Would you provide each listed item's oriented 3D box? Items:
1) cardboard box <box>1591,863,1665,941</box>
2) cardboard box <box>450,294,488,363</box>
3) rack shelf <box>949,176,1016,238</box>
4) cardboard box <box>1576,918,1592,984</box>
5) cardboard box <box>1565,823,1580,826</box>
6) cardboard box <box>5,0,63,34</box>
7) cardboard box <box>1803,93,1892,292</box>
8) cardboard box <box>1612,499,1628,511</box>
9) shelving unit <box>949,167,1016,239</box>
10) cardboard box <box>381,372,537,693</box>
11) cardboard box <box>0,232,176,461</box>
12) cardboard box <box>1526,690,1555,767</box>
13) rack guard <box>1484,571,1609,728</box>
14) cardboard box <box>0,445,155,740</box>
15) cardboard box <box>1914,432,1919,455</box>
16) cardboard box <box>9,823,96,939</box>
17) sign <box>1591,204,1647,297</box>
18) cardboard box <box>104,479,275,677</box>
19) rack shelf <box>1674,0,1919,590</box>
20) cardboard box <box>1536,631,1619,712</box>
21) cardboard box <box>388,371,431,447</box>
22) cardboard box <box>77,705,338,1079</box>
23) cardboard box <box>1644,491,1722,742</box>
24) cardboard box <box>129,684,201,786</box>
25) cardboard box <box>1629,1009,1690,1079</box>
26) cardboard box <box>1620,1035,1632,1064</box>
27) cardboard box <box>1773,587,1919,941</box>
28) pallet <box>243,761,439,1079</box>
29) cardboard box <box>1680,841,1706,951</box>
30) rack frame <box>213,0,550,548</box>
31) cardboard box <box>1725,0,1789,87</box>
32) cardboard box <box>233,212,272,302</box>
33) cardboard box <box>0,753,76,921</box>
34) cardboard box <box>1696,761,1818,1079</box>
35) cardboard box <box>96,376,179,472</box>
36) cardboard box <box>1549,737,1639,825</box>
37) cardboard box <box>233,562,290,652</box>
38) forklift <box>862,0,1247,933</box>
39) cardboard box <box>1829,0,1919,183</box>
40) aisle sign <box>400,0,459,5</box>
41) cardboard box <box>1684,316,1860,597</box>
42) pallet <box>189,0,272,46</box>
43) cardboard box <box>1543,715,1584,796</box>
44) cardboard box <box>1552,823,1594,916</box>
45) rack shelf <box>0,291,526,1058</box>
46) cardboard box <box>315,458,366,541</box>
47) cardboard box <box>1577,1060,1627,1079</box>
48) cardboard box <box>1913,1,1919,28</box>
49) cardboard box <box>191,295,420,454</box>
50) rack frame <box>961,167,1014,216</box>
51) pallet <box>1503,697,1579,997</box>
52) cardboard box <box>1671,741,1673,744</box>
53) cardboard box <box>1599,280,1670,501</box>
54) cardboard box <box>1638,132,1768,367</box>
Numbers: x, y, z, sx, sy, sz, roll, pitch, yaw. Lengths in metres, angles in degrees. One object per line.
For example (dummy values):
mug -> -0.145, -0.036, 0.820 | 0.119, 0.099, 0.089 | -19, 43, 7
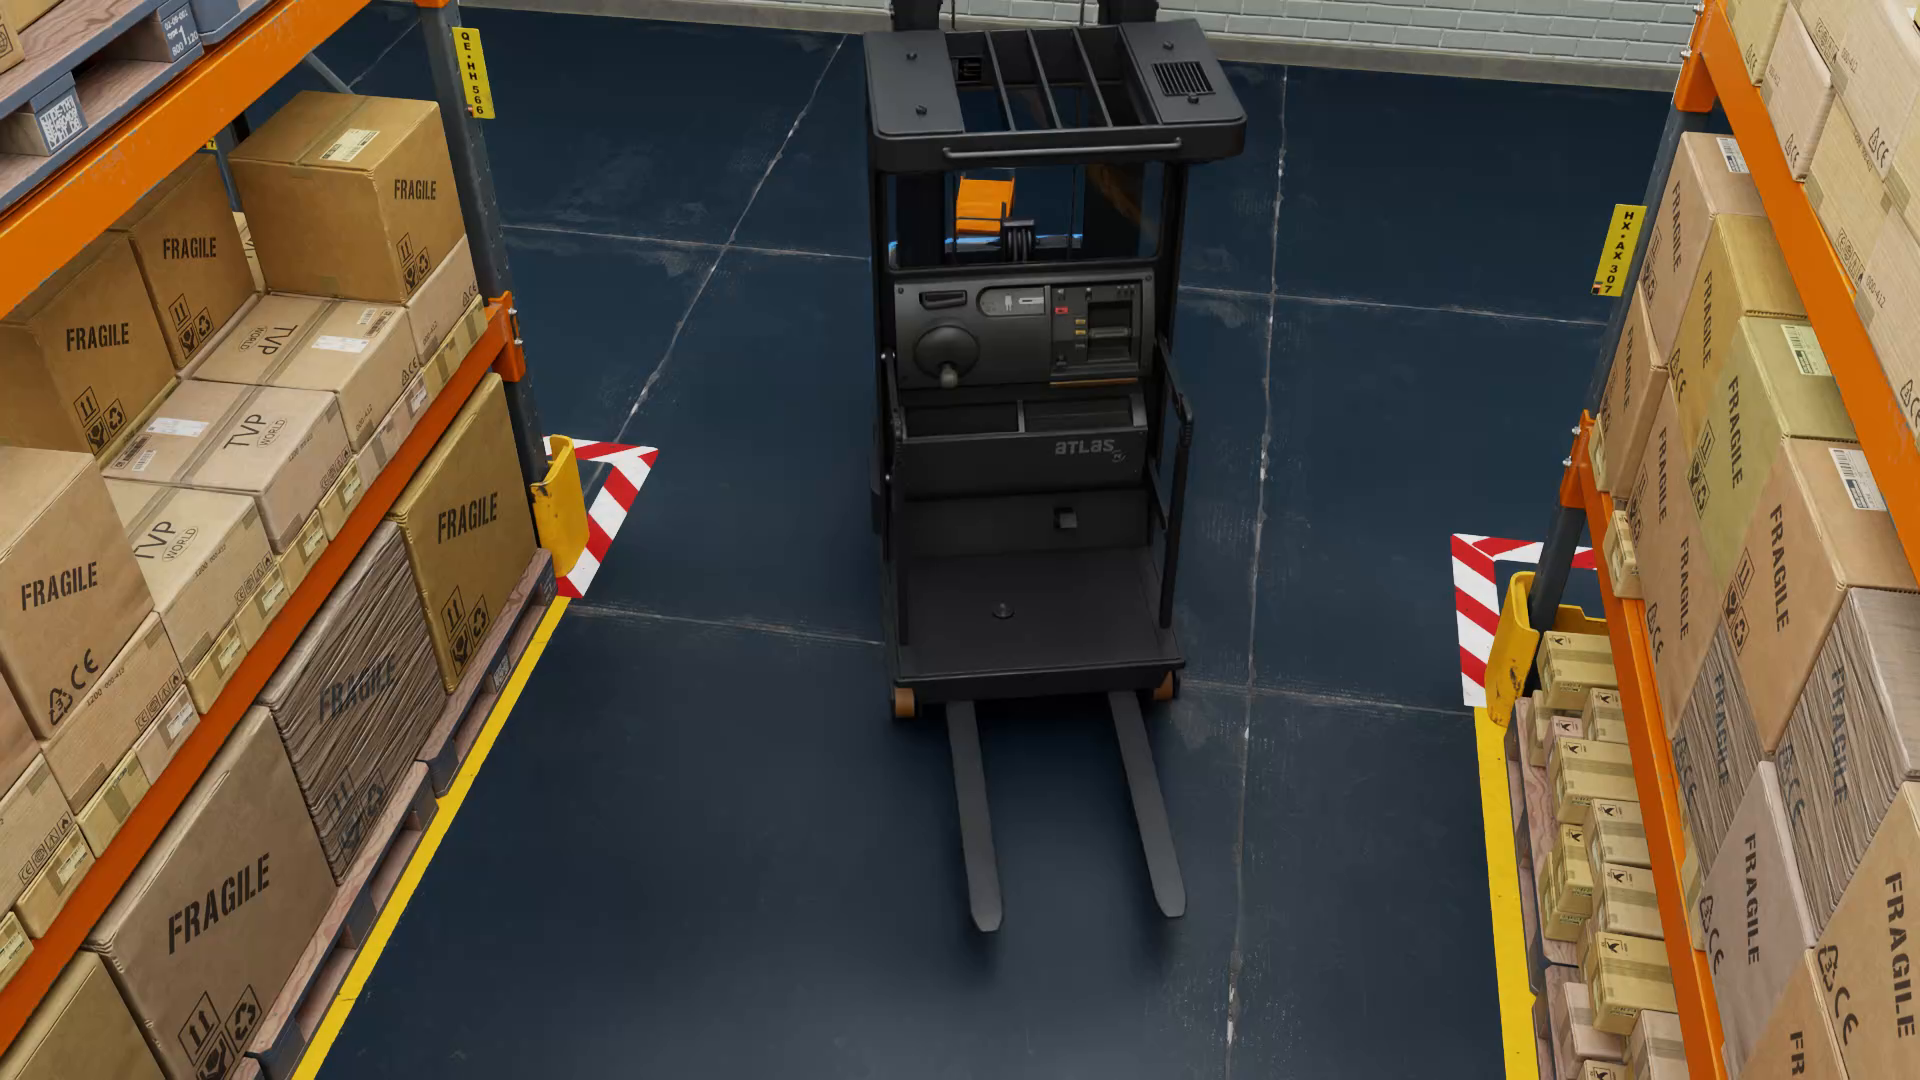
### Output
cardboard box -> 2.108, 1.134, 4.966 | 0.380, 0.149, 0.250 | 8, 40, 9
cardboard box -> -1.954, -0.787, 6.045 | 0.380, 0.149, 0.250 | 7, 40, 9
rack shelf -> 0.102, -1.447, 7.442 | 0.258, 0.148, 0.480 | 4, 40, 4
cardboard box -> 2.142, 1.346, 5.176 | 0.380, 0.149, 0.250 | 6, 40, 8
cardboard box -> 2.245, 1.027, 5.562 | 0.380, 0.149, 0.250 | 7, 40, 8
cardboard box -> -2.511, -1.537, 3.914 | 0.700, 0.500, 0.500 | 4, 40, 5
cardboard box -> 2.150, -0.723, 3.535 | 0.500, 0.250, 0.500 | 5, 40, 6
cardboard box -> 2.269, -0.105, 5.220 | 0.380, 0.149, 0.250 | 8, 40, 9
shelving unit -> 0.102, -1.145, 7.693 | 0.258, 1.200, 0.503 | 4, 40, 4
cardboard box -> -2.248, -0.076, 6.326 | 0.875, 0.875, 0.875 | 6, 40, 8
cardboard box -> -2.736, -0.579, 4.892 | 0.500, 0.500, 0.500 | 5, 40, 6
cardboard box -> 2.245, 0.697, 5.961 | 0.380, 0.149, 0.250 | 7, 40, 9
rack guard -> 2.638, 0.478, 6.280 | 1.175, 0.500, 0.348 | 6, 40, 8
cardboard box -> -2.396, 0.113, 4.055 | 0.500, 0.500, 0.500 | 5, 40, 6
cardboard box -> 1.963, -0.090, 2.769 | 0.500, 0.250, 0.500 | 6, 40, 7
cardboard box -> -2.395, 0.819, 4.103 | 0.380, 0.149, 0.250 | 5, 40, 6
sign -> 2.117, -0.927, 5.338 | 0.100, 0.325, 0.005 | 6, 40, 8
cardboard box -> -2.301, 0.098, 4.662 | 0.500, 0.250, 0.500 | 6, 40, 8
rack shelf -> 2.305, -0.157, 3.297 | 1.077, 0.370, 4.000 | 6, 40, 8
cardboard box -> 2.226, 0.465, 5.774 | 0.380, 0.149, 0.250 | 5, 40, 6
cardboard box -> -2.042, -0.466, 5.656 | 0.380, 0.149, 0.250 | 6, 40, 8
cardboard box -> -2.560, 1.053, 4.960 | 0.875, 0.875, 0.875 | 6, 40, 8
cardboard box -> 2.137, 0.209, 4.331 | 0.500, 0.500, 0.500 | 7, 40, 8
cardboard box -> -2.306, 0.501, 4.487 | 0.380, 0.149, 0.250 | 7, 40, 8
cardboard box -> 2.069, 1.462, 4.569 | 0.380, 0.149, 0.250 | 6, 40, 8
cardboard box -> 2.140, 1.419, 4.854 | 0.380, 0.149, 0.250 | 8, 40, 10
cardboard box -> 1.961, 0.469, 3.232 | 0.500, 0.500, 0.500 | 7, 40, 9
pallet -> -2.491, 1.205, 5.627 | 1.003, 0.211, 1.213 | 6, 40, 8
cardboard box -> 1.978, 0.879, 4.029 | 0.380, 0.149, 0.250 | 7, 40, 9
rack frame -> -2.216, -1.144, 6.279 | 1.000, 3.000, 0.127 | 6, 40, 8
cardboard box -> 2.322, -1.378, 4.327 | 0.500, 0.250, 0.500 | 8, 40, 9
cardboard box -> -2.565, -0.929, 5.904 | 0.500, 0.250, 0.500 | 5, 40, 6
cardboard box -> -2.478, 0.732, 3.895 | 0.500, 0.250, 0.500 | 6, 40, 7
cardboard box -> 1.943, 0.851, 3.554 | 0.500, 0.500, 0.500 | 6, 40, 7
cardboard box -> -2.739, -0.287, 5.128 | 0.500, 0.250, 0.500 | 5, 40, 6
cardboard box -> 2.127, 0.796, 5.374 | 0.380, 0.149, 0.250 | 6, 40, 8
cardboard box -> -2.218, 0.172, 4.885 | 0.380, 0.149, 0.250 | 7, 40, 9
forklift -> 0.255, -0.673, 5.763 | 1.130, 2.935, 3.031 | -3, 40, -4
cardboard box -> 2.131, -0.934, 3.397 | 0.500, 0.250, 0.500 | 7, 40, 8
aisle sign -> -1.908, -2.158, 5.466 | 0.394, 0.787, 0.004 | 6, 40, 8
cardboard box -> 2.119, -0.178, 4.015 | 0.500, 0.500, 0.500 | 6, 40, 7
pallet -> -2.334, -1.799, 4.787 | 1.003, 0.211, 1.213 | 6, 40, 8
cardboard box -> 2.205, 0.755, 5.657 | 0.380, 0.149, 0.250 | 6, 40, 7
cardboard box -> 2.098, 1.067, 5.279 | 0.380, 0.149, 0.250 | 8, 40, 9
rack shelf -> -2.562, 0.389, 4.991 | 1.077, 0.370, 4.000 | 6, 40, 8
cardboard box -> -2.129, -0.146, 5.270 | 0.380, 0.149, 0.250 | 6, 40, 7
cardboard box -> 1.991, 1.669, 4.785 | 0.380, 0.149, 0.250 | 6, 40, 8
cardboard box -> 2.068, -0.999, 3.162 | 0.380, 0.149, 0.250 | 8, 40, 9
cardboard box -> -2.127, -0.549, 5.444 | 0.500, 0.250, 0.500 | 6, 40, 7
rack frame -> 0.126, -1.299, 7.880 | 0.240, 1.200, 0.015 | 4, 40, 4
pallet -> 2.463, 1.095, 5.760 | 1.003, 0.211, 1.213 | 6, 40, 8
cardboard box -> 2.118, 0.555, 4.422 | 0.380, 0.149, 0.250 | 6, 40, 7
cardboard box -> 2.302, -0.435, 5.111 | 0.500, 0.500, 0.500 | 8, 40, 10
cardboard box -> 2.312, -0.820, 4.791 | 0.500, 0.500, 0.500 | 6, 40, 7
